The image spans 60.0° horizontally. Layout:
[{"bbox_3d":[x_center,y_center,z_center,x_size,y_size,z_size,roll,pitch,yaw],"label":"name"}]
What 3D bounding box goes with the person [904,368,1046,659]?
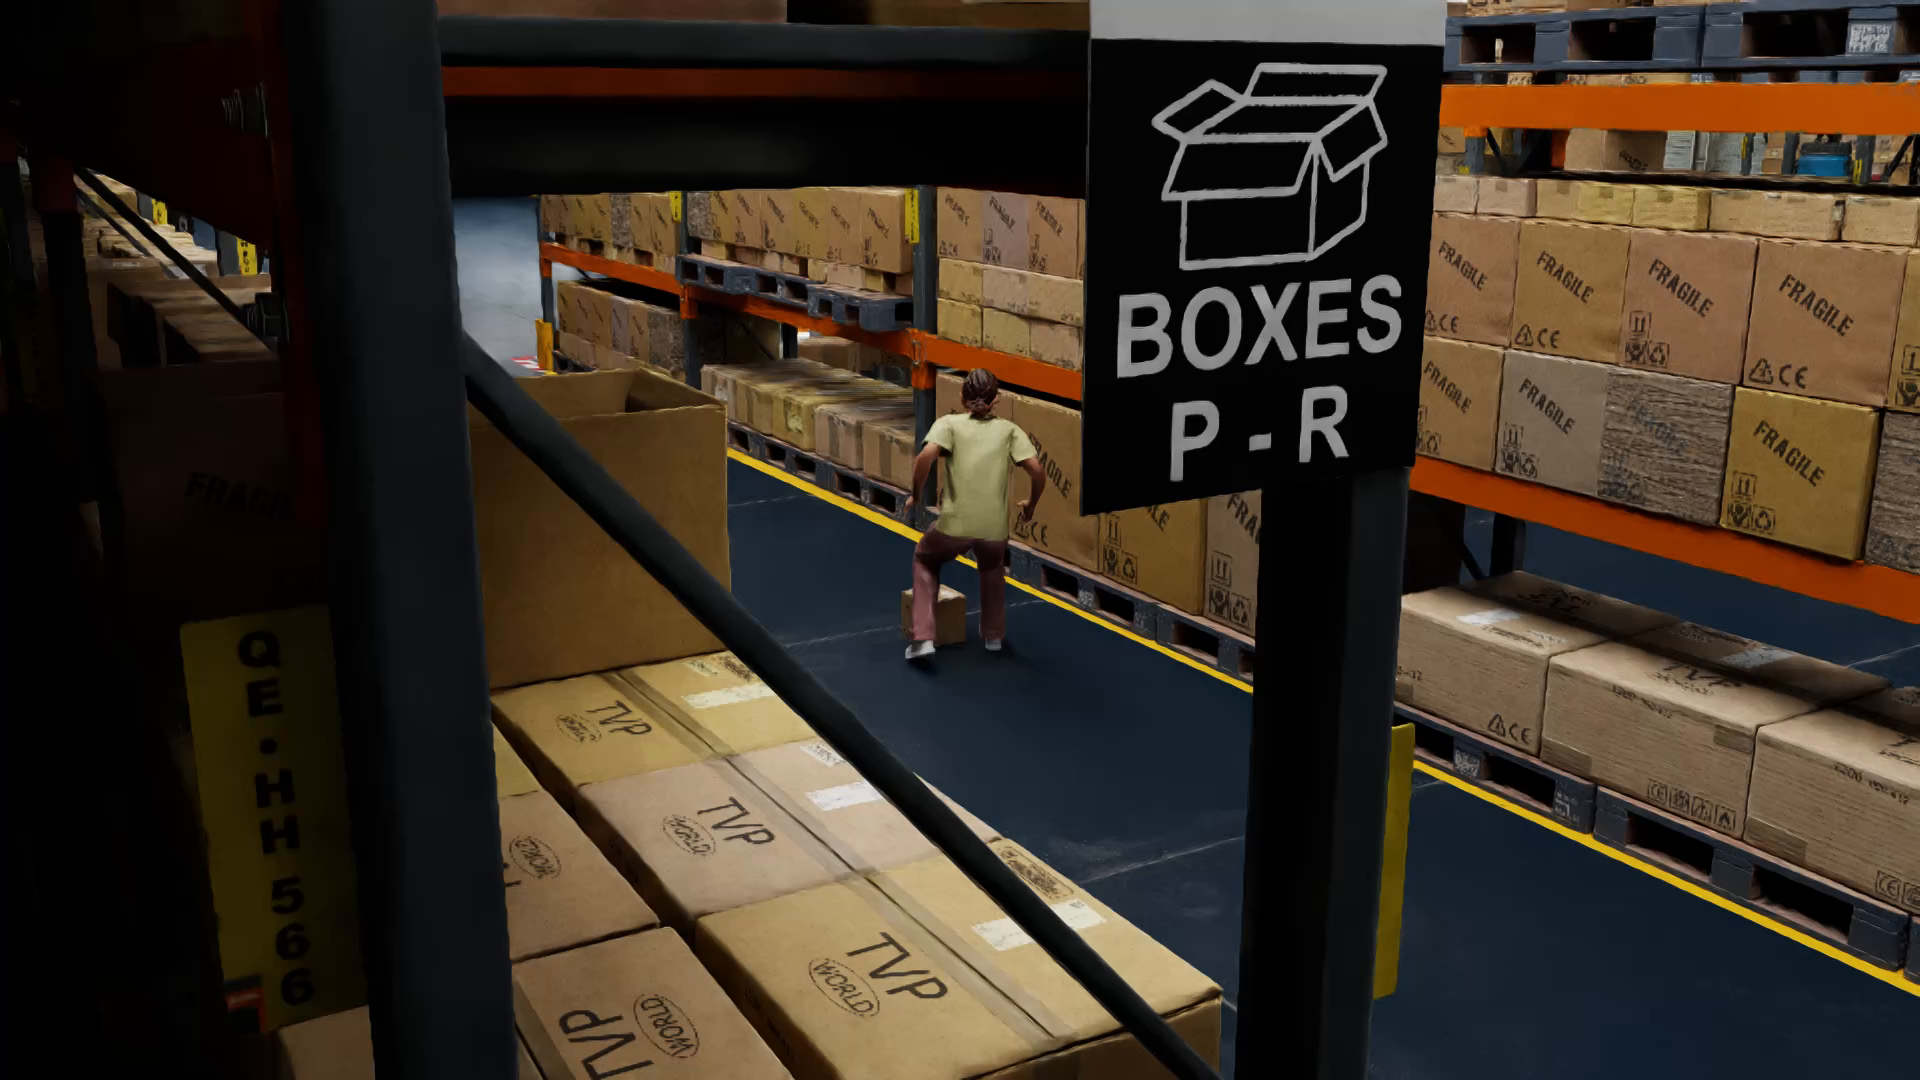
[{"bbox_3d":[0.049,-0.025,8.273,0.680,1.275,0.734,-2,15,-8],"label":"person"}]
